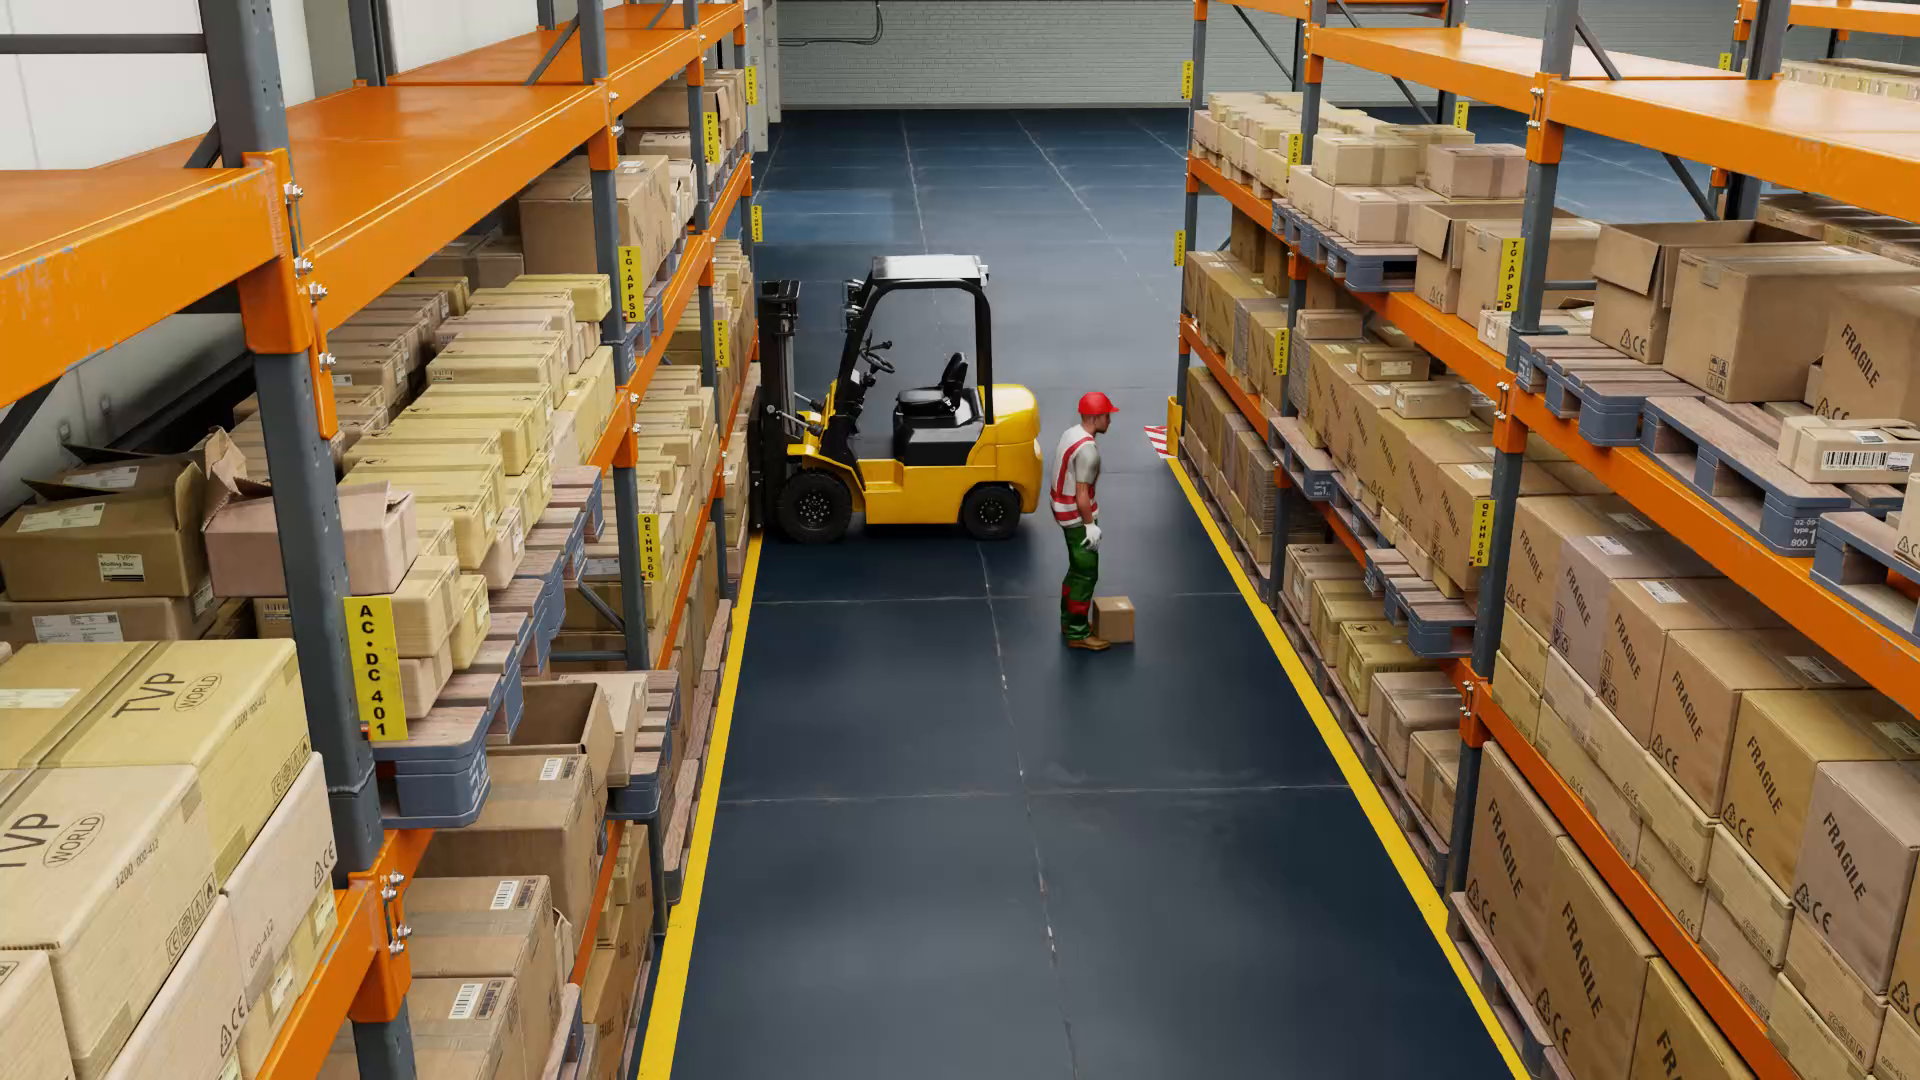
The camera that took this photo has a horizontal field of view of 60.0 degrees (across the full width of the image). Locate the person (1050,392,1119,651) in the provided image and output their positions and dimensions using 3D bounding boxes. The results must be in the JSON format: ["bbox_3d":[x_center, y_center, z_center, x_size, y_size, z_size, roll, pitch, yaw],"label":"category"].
[{"bbox_3d":[0.854,-0.150,11.464,0.453,1.777,0.604,-2,20,-5],"label":"person"}]
